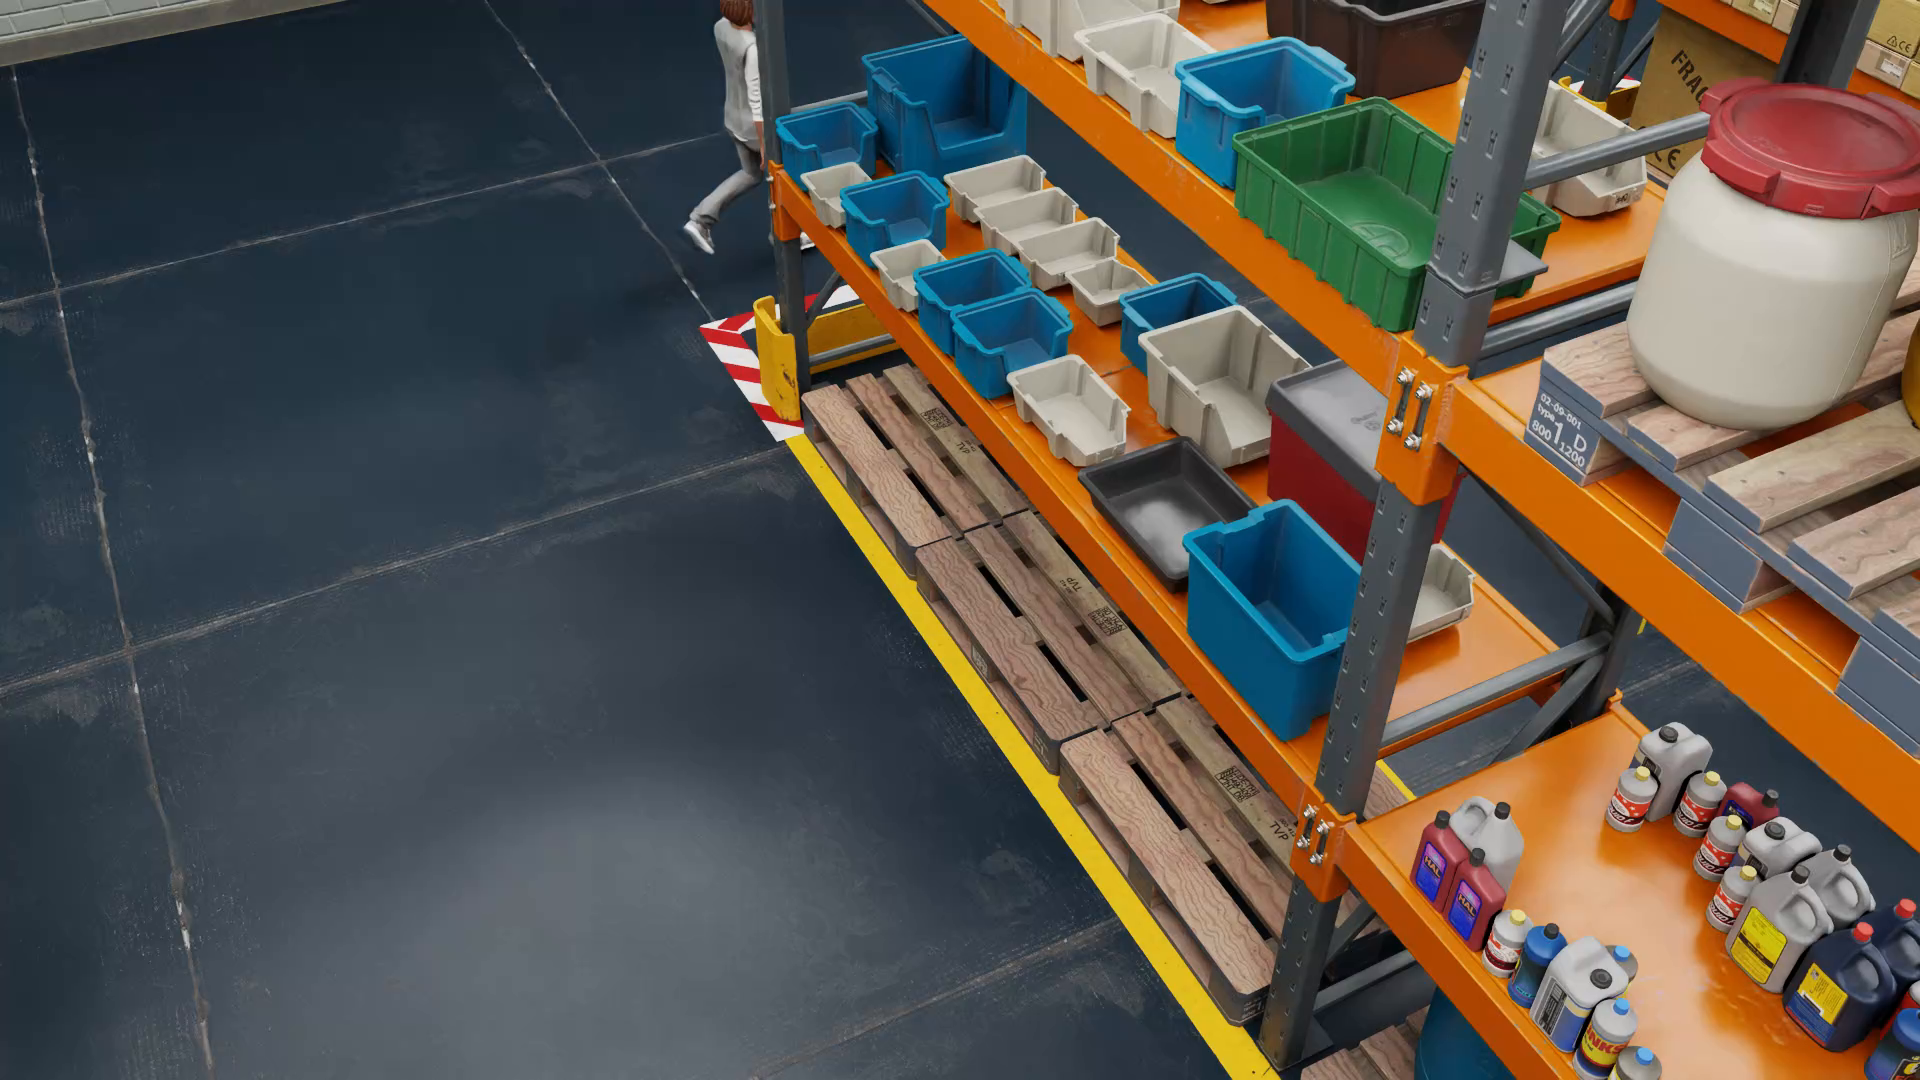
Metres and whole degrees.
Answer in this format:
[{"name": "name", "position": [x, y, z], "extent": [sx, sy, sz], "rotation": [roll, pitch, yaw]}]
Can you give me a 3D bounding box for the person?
[{"name": "person", "position": [-1.094, -2.102, 8.515], "extent": [0.747, 1.538, 0.447], "rotation": [-26, 48, -26]}]
